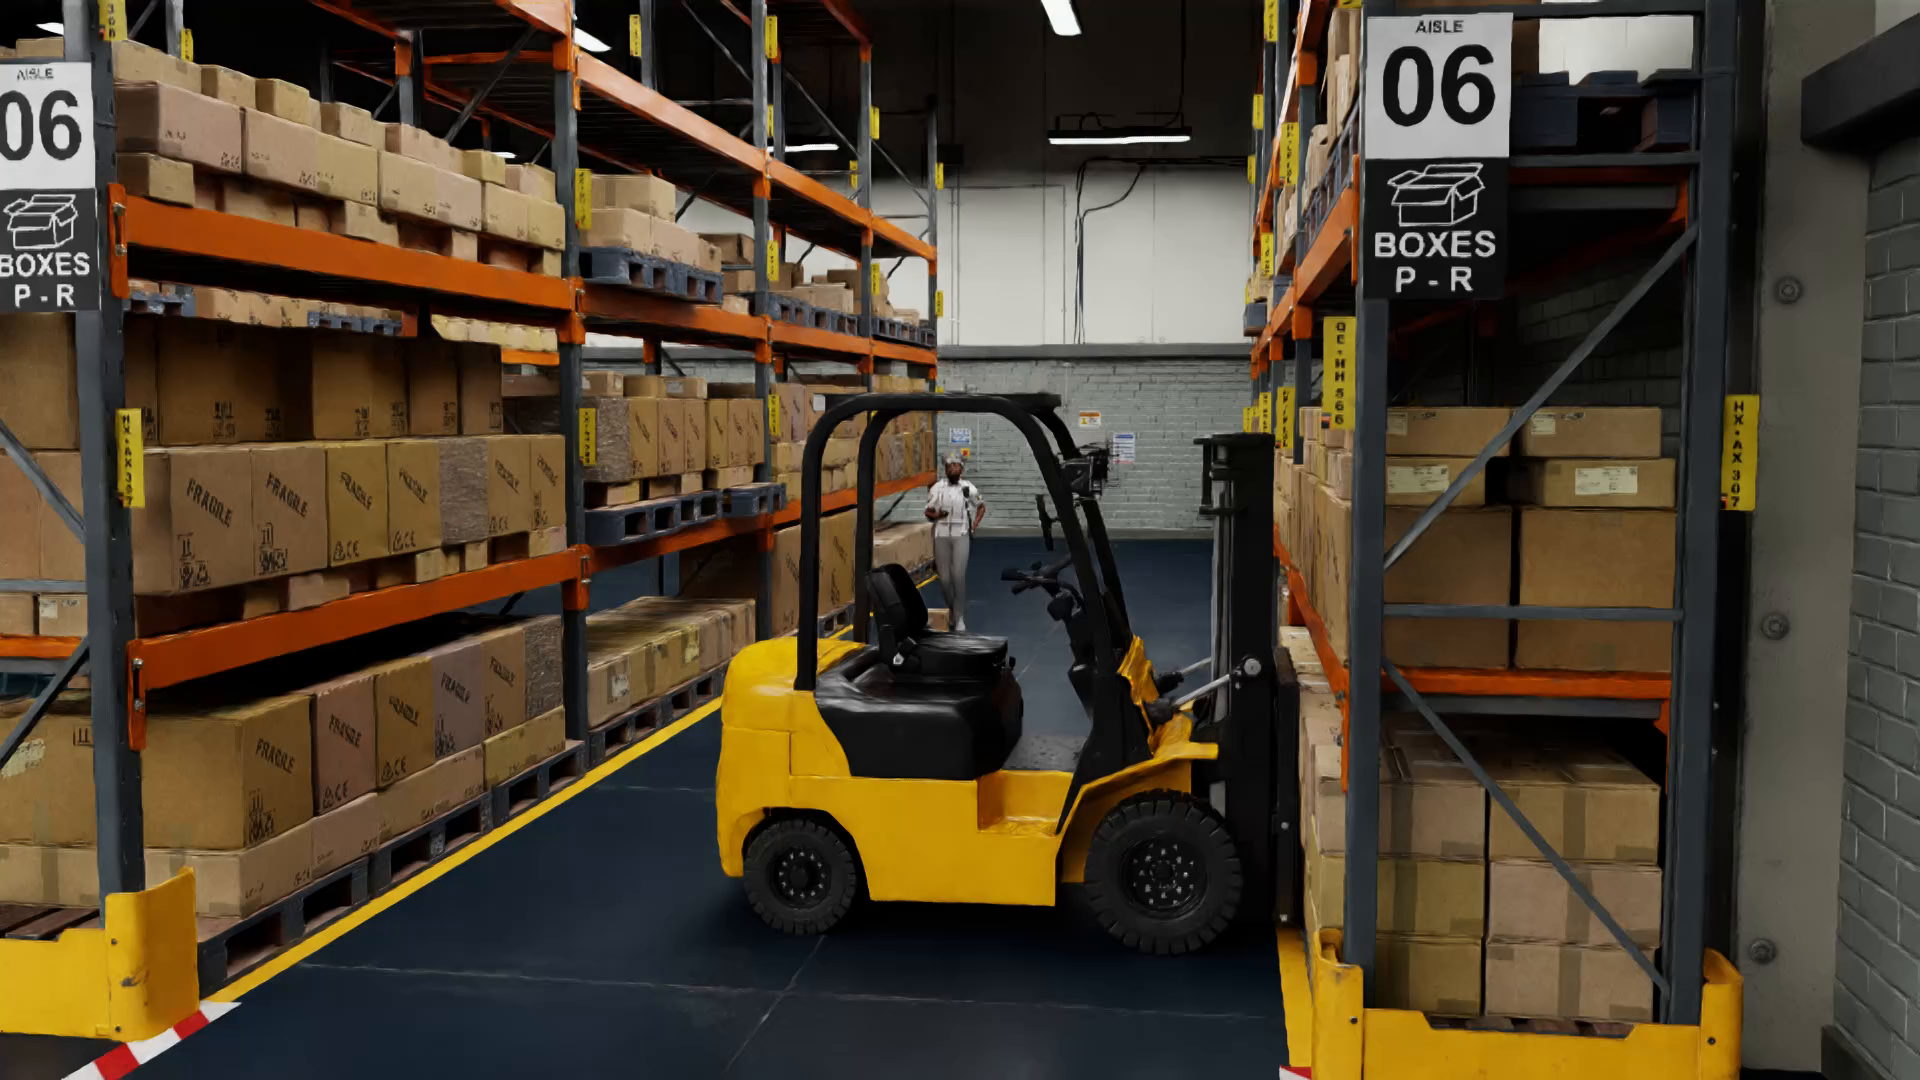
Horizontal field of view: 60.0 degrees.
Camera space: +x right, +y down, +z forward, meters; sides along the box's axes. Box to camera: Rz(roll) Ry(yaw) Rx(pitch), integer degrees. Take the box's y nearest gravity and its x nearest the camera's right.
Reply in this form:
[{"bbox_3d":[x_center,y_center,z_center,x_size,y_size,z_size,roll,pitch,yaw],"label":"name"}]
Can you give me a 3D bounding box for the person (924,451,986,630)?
[{"bbox_3d":[-0.067,0.010,15.917,0.559,1.721,0.619,1,5,9],"label":"person"}]
